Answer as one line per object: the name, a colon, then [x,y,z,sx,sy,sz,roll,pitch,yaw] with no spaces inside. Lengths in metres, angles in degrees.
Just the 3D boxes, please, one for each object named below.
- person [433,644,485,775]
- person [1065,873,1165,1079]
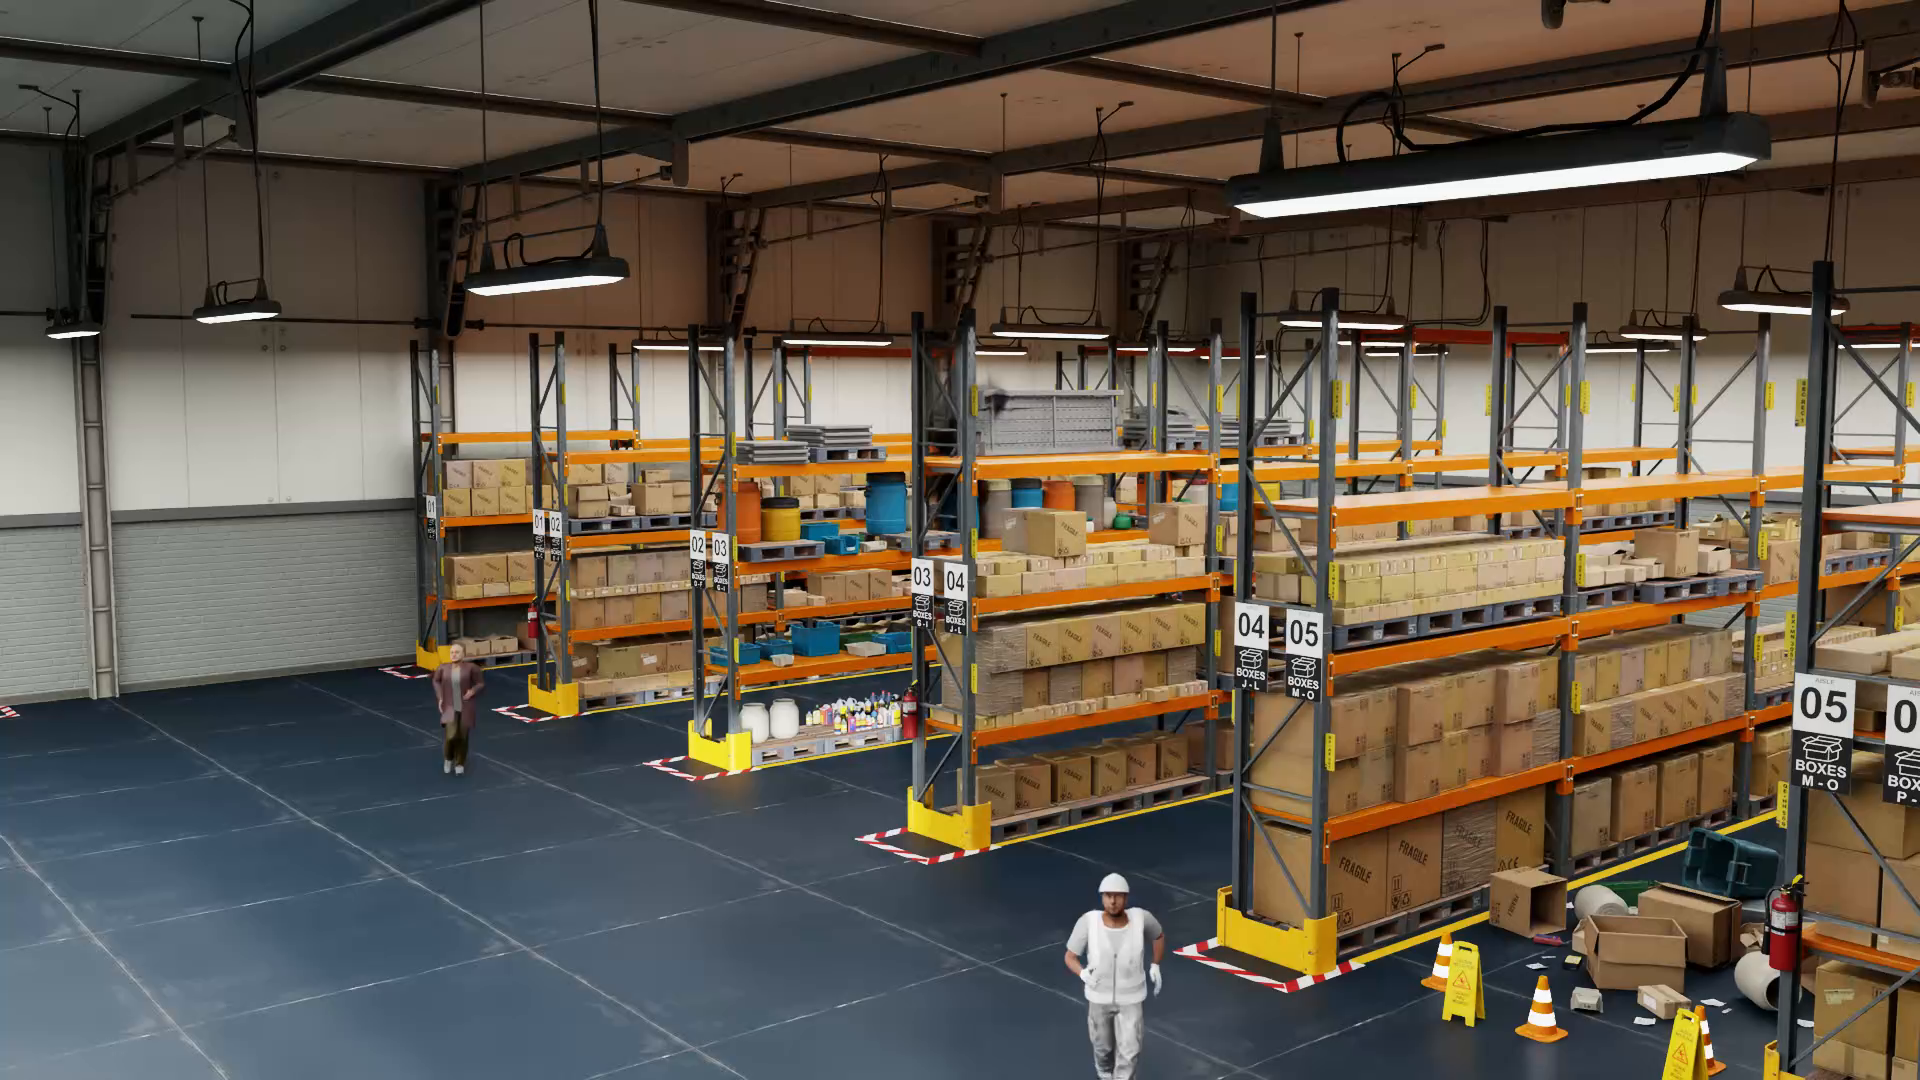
person: [-6.631,2.254,21.989,0.684,1.750,0.670,-1,5,-13]
person: [1.075,3.147,11.591,0.690,1.702,0.813,1,5,8]
